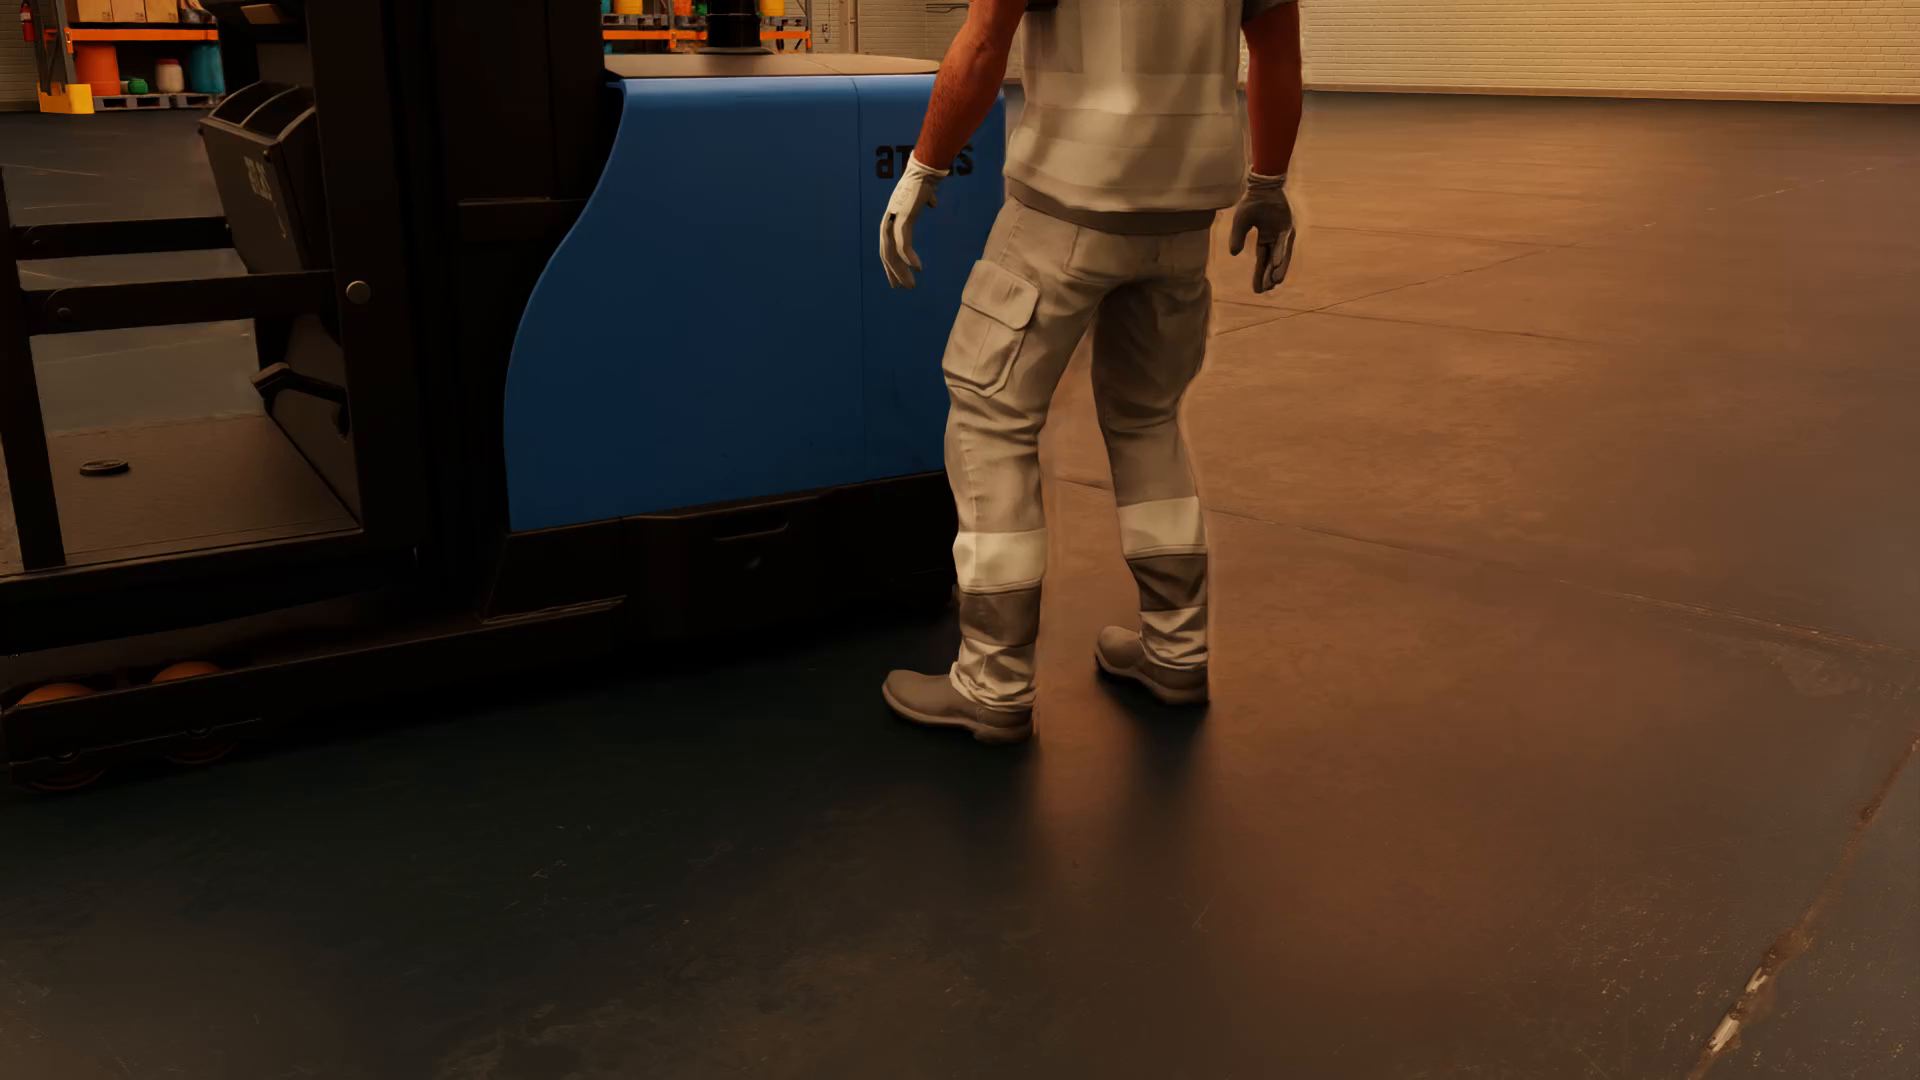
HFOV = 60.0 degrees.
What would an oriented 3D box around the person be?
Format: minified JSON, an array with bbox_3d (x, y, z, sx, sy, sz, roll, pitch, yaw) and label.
[{"bbox_3d":[0.239,-0.566,2.780,0.792,1.762,0.386,-11,20,-31],"label":"person"}]

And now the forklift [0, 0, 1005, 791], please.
[{"bbox_3d":[-1.432,-1.181,2.786,3.031,2.935,1.130,-10,19,-29],"label":"forklift"}]
